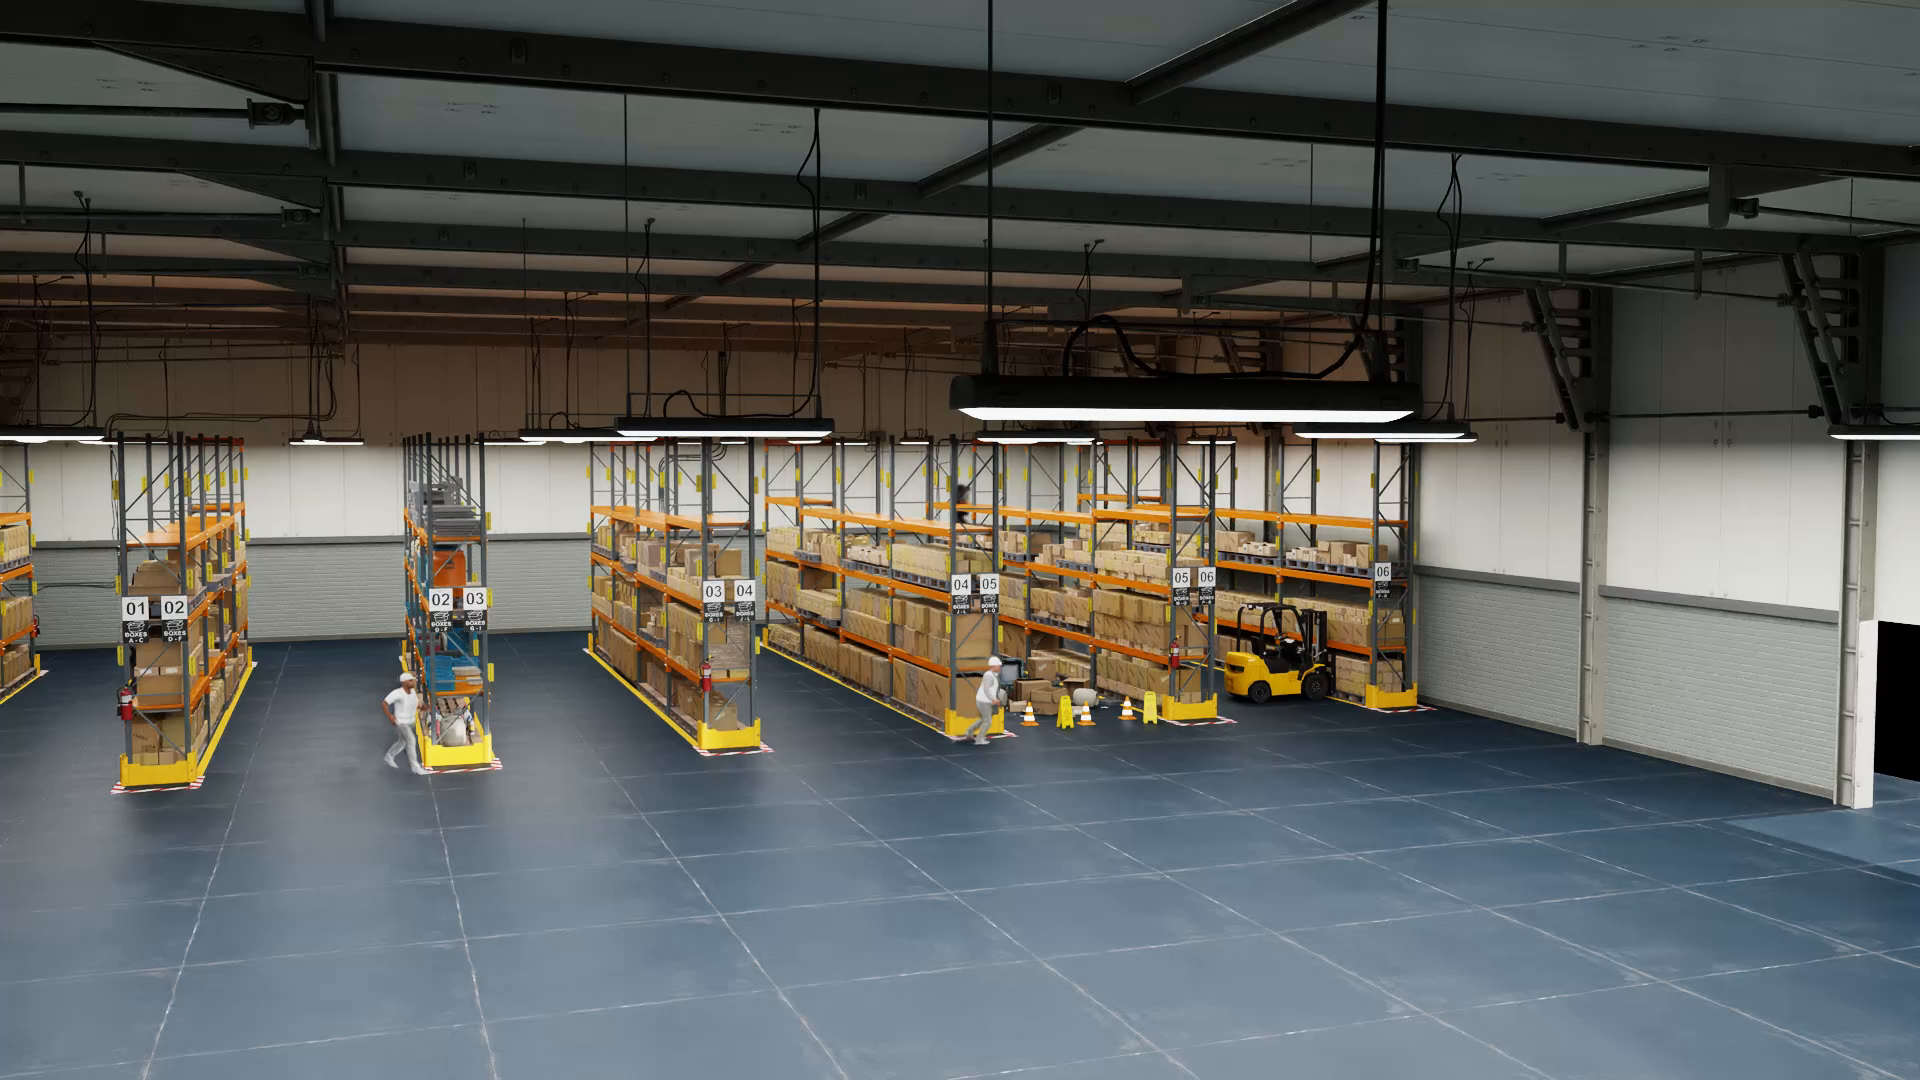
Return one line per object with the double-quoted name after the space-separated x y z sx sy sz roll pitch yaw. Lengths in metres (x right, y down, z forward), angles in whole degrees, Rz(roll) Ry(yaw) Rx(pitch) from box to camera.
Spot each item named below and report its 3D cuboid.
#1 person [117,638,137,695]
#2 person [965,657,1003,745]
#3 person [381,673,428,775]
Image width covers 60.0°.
-18.726 2.827 37.684 0.646 1.633 0.966 -1 3 -23 "person"
0.455 3.096 32.025 0.771 1.705 0.630 0 3 7 "person"
-9.755 3.203 29.150 0.987 1.756 0.719 1 3 16 "person"
